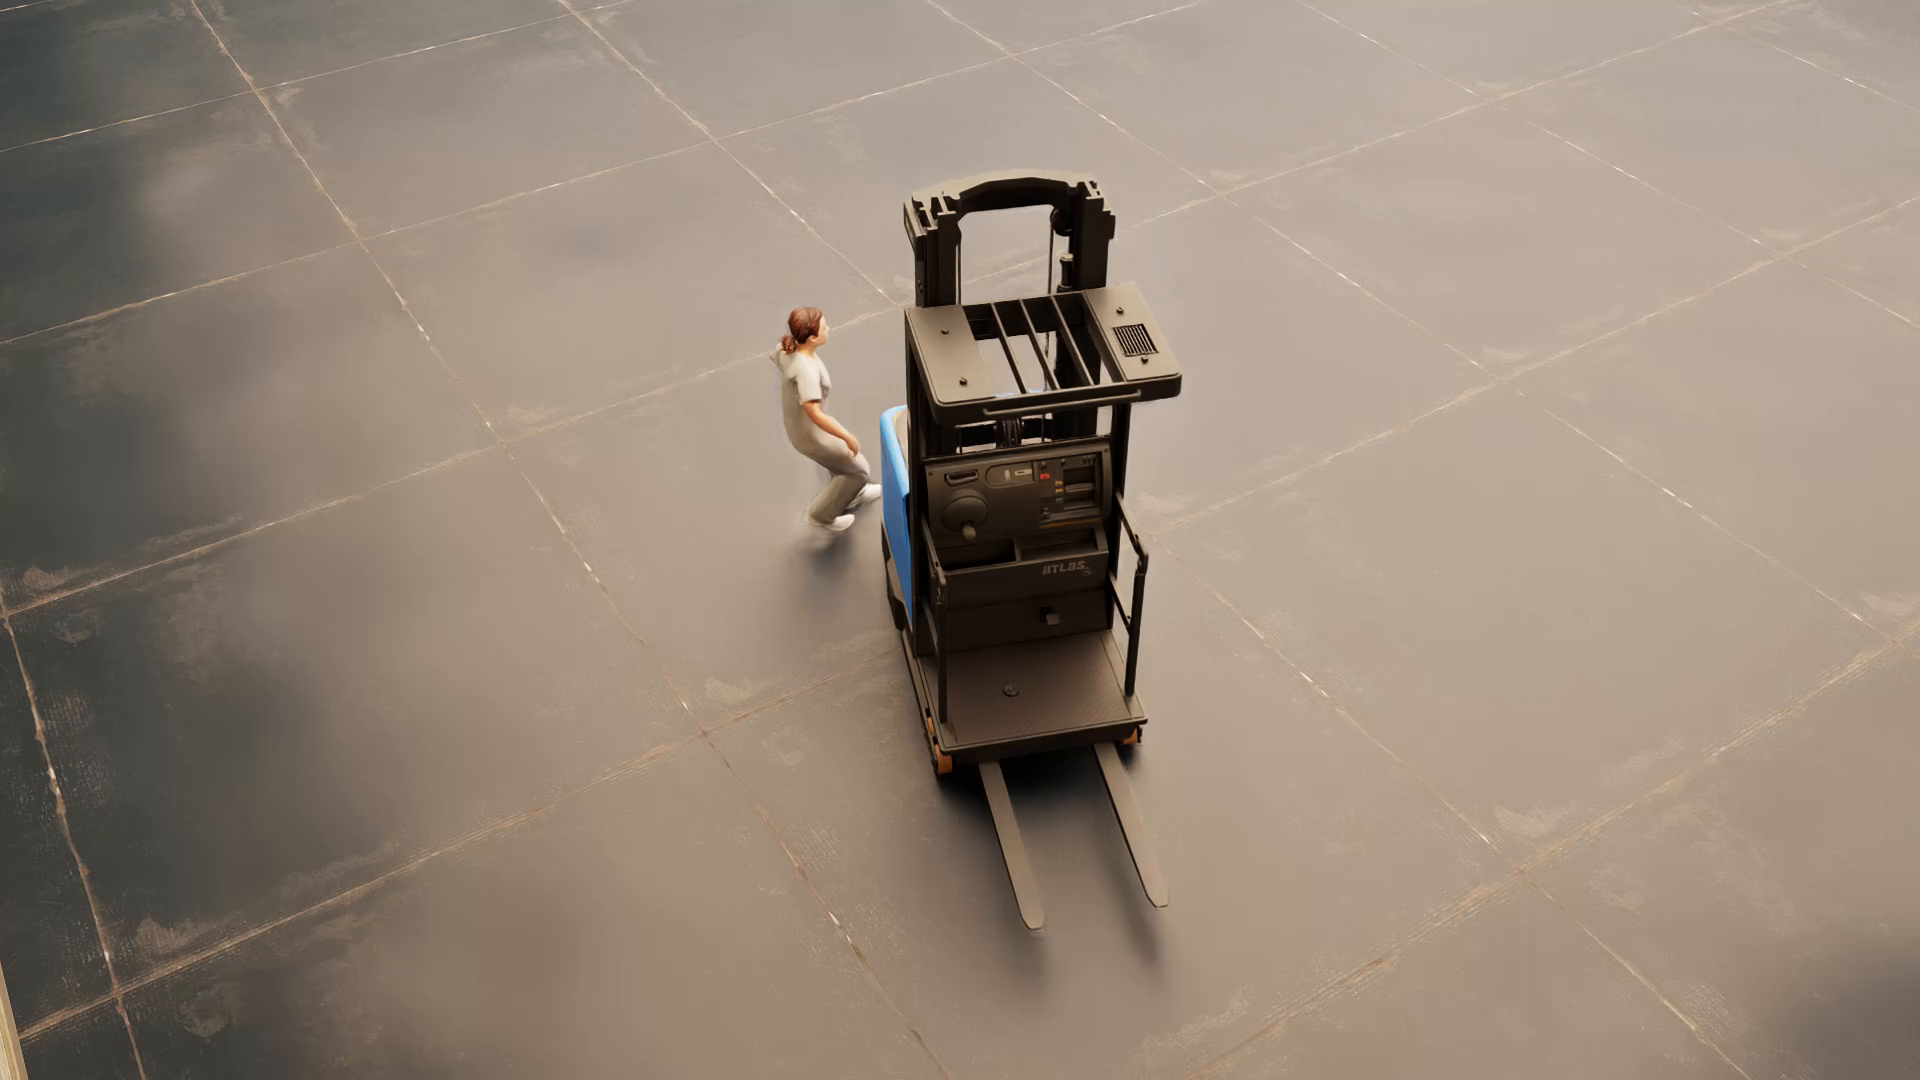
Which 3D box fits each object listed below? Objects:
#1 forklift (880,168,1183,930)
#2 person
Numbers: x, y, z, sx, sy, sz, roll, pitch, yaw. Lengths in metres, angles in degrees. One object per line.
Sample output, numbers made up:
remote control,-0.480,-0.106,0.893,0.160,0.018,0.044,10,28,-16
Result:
forklift,0.340,-0.152,8.045,1.130,2.935,3.031,-8,42,-9
person,-0.719,-0.694,9.699,0.629,1.598,0.851,-11,42,-13
